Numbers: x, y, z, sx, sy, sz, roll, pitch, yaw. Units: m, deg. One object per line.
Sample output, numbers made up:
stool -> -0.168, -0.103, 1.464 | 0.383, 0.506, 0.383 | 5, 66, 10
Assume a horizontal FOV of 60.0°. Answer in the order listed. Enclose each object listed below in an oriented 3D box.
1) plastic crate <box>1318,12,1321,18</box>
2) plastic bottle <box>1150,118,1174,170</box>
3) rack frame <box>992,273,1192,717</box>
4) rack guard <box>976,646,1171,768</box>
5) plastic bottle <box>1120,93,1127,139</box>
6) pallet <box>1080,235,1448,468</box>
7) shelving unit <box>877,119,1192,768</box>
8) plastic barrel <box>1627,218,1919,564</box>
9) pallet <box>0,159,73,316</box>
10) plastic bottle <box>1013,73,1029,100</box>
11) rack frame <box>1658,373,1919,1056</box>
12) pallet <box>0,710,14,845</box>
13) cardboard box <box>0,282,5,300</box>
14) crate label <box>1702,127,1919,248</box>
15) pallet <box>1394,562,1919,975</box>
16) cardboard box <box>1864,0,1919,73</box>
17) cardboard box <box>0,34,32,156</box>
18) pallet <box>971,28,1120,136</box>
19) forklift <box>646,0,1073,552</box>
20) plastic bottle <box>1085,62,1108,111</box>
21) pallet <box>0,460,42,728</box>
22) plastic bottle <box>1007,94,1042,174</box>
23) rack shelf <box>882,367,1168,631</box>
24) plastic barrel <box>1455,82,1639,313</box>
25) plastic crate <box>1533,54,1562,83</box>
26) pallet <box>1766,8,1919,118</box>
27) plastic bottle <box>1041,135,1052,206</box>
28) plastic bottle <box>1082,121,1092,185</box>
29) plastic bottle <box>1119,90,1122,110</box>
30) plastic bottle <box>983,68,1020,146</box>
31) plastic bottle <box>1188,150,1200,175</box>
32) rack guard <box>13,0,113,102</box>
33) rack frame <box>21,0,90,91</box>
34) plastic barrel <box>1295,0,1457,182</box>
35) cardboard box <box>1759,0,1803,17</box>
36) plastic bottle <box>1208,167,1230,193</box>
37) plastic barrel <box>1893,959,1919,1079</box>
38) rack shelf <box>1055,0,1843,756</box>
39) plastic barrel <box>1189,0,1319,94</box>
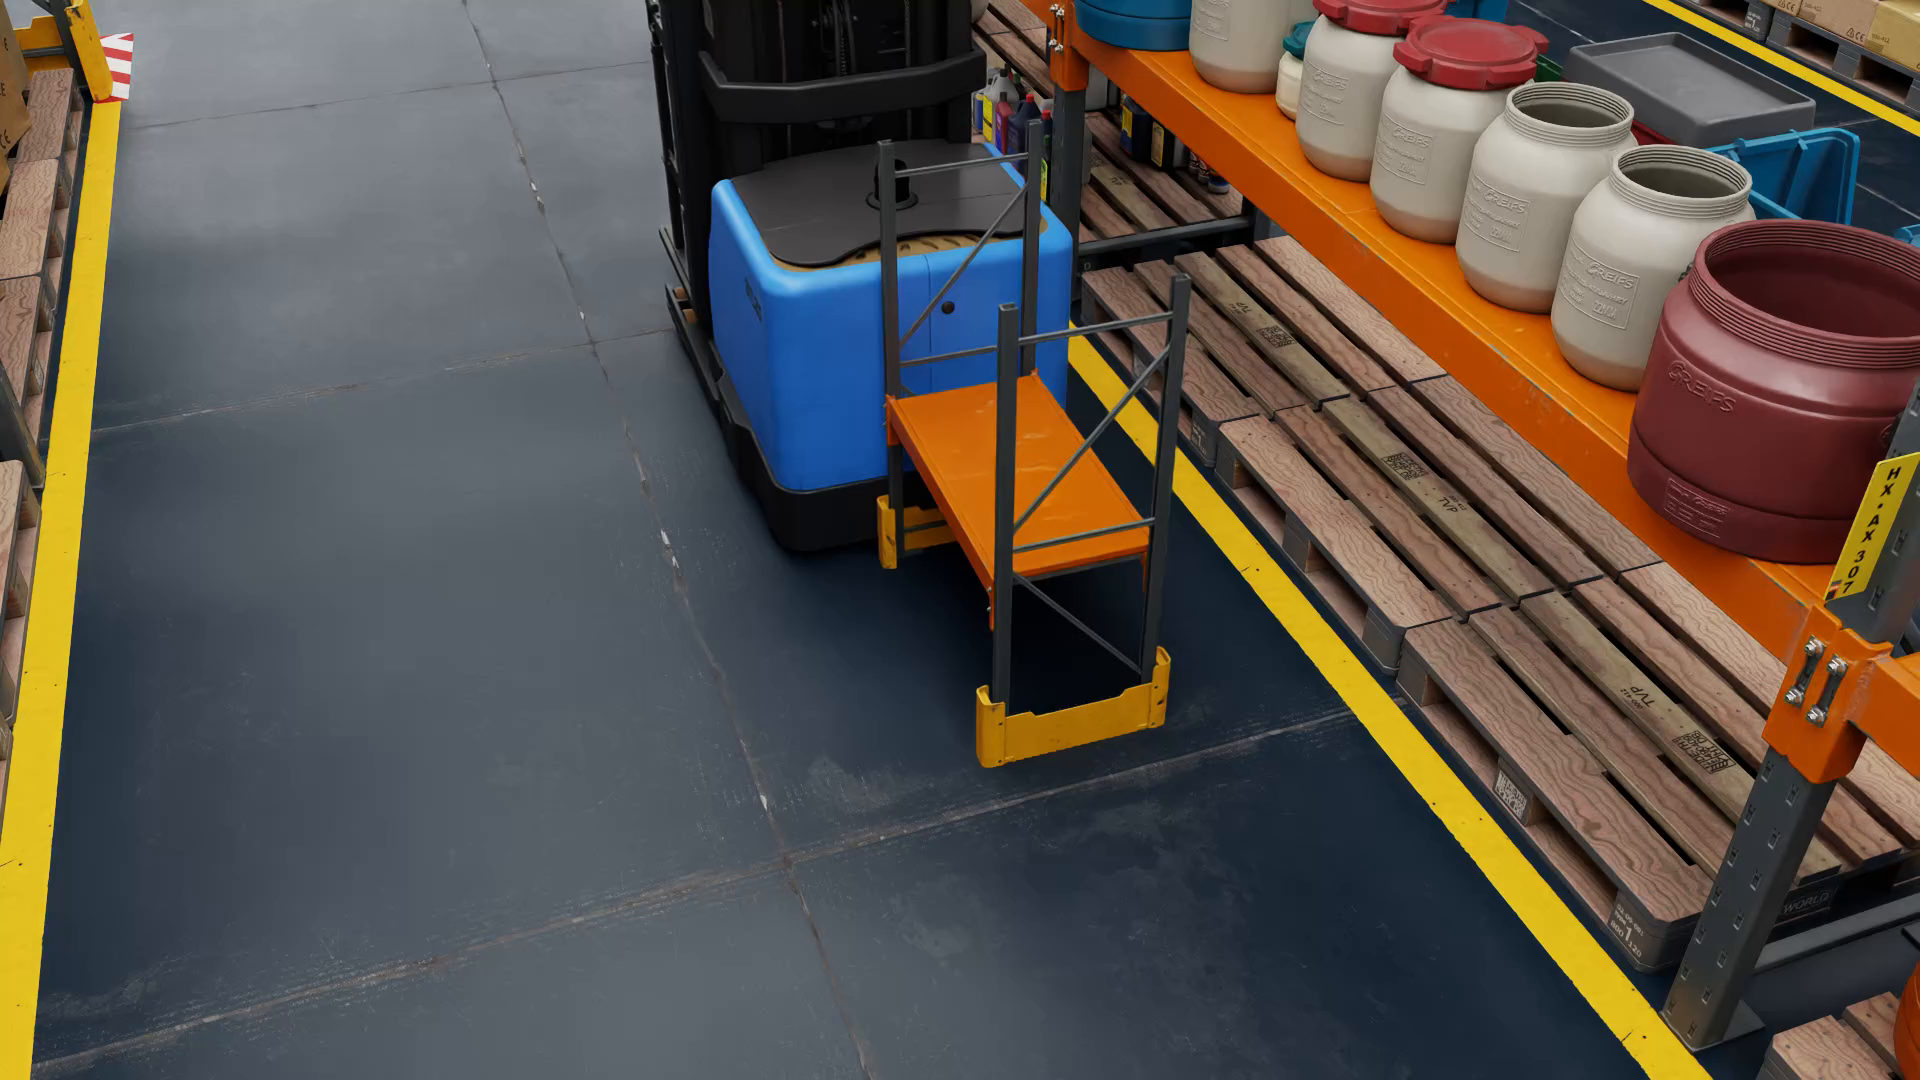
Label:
plastic crate -> 1.317, -2.149, 6.057 | 0.402, 0.464, 0.583 | -12, 39, -16
plastic bottle -> 0.928, -1.850, 7.605 | 0.061, 0.283, 0.133 | -12, 39, -16
rack frame -> 0.333, -0.008, 4.514 | 0.500, 1.500, 0.032 | -12, 39, -15
rack guard -> 0.333, 0.490, 4.891 | 0.587, 0.250, 0.087 | -12, 39, -15
plastic bottle -> 0.812, -2.018, 7.839 | 0.097, 0.271, 0.097 | 0, 37, 0
pallet -> 1.170, -0.784, 6.616 | 1.003, 0.211, 1.213 | -12, 39, -16
shelving unit -> 0.171, -0.292, 4.891 | 0.587, 1.500, 1.083 | -12, 39, -15
plastic barrel -> 1.795, -0.328, 3.579 | 0.600, 0.536, 0.708 | -12, 39, -16
pallet -> -4.475, -1.257, 7.243 | 1.003, 0.211, 1.213 | -12, 39, -16
plastic bottle -> 0.281, -2.055, 7.877 | 0.061, 0.283, 0.133 | -12, 39, -16
rack frame -> 2.239, -0.074, 3.355 | 1.000, 3.000, 0.127 | -12, 39, -16
pallet -> -3.095, 0.935, 4.333 | 1.003, 0.211, 1.213 | -12, 39, -16
cardboard box -> -4.092, -1.034, 6.358 | 0.500, 0.500, 0.500 | -1, 37, -1
crate label -> 2.152, -0.705, 4.164 | 0.502, 0.435, 0.616 | -12, 39, -16
pallet -> 2.009, 0.594, 4.786 | 1.003, 0.211, 1.213 | -12, 39, -16
cardboard box -> 5.150, -2.643, 8.702 | 0.500, 0.250, 0.500 | -12, 39, -16
cardboard box -> -4.727, -2.050, 7.707 | 0.500, 0.500, 0.500 | -3, 37, -4
pallet -> 0.247, -2.298, 8.626 | 1.003, 0.211, 1.213 | -12, 39, -16
forklift -> -0.582, -2.020, 5.996 | 1.130, 2.935, 3.031 | -12, 39, -15
plastic bottle -> 0.633, -2.265, 8.162 | 0.152, 0.276, 0.135 | -12, 39, -16
pallet -> -3.518, 0.245, 5.249 | 1.003, 0.211, 1.213 | -12, 39, -16
plastic bottle -> 0.305, -1.864, 7.567 | 0.144, 0.351, 0.185 | -14, 39, -18
rack shelf -> 0.168, -0.154, 5.006 | 0.538, 0.185, 1.000 | -12, 39, -15
plastic barrel -> 1.540, -0.894, 4.350 | 0.421, 0.512, 0.421 | 0, 37, 0
plastic crate -> 1.727, -1.324, 5.190 | 0.450, 0.188, 0.662 | -12, 39, -16
pallet -> 5.281, -2.701, 9.161 | 1.003, 0.211, 1.213 | -12, 39, -16
plastic bottle -> 0.388, -1.628, 7.310 | 0.061, 0.283, 0.133 | -11, 38, -14
plastic bottle -> 0.506, -1.785, 7.463 | 0.144, 0.351, 0.185 | -12, 39, -16
plastic bottle -> 0.834, -2.205, 8.144 | 0.097, 0.201, 0.097 | 0, 37, 0
plastic bottle -> 0.194, -2.046, 7.810 | 0.144, 0.351, 0.185 | -13, 39, -16
plastic bottle -> 1.095, -1.777, 7.577 | 0.097, 0.201, 0.097 | 0, 37, 0
rack guard -> -5.138, -2.526, 8.689 | 1.175, 0.500, 0.348 | -12, 39, -16
rack frame -> -5.164, -3.568, 7.994 | 1.000, 3.000, 0.127 | -12, 39, -16
plastic barrel -> 1.239, -1.388, 4.986 | 0.433, 0.535, 0.433 | 0, 37, 0
cardboard box -> 4.802, -3.207, 9.451 | 0.500, 0.250, 0.500 | -12, 39, -16
plastic bottle -> 1.165, -1.690, 7.403 | 0.097, 0.271, 0.097 | 0, 37, 0
plastic barrel -> 2.424, 0.898, 3.520 | 0.600, 0.830, 0.708 | -12, 39, -16
rack shelf -> 1.551, -0.917, 5.072 | 1.077, 0.370, 4.000 | -12, 39, -16
plastic barrel -> 0.986, -1.802, 5.536 | 0.433, 0.535, 0.433 | 0, 37, 0
